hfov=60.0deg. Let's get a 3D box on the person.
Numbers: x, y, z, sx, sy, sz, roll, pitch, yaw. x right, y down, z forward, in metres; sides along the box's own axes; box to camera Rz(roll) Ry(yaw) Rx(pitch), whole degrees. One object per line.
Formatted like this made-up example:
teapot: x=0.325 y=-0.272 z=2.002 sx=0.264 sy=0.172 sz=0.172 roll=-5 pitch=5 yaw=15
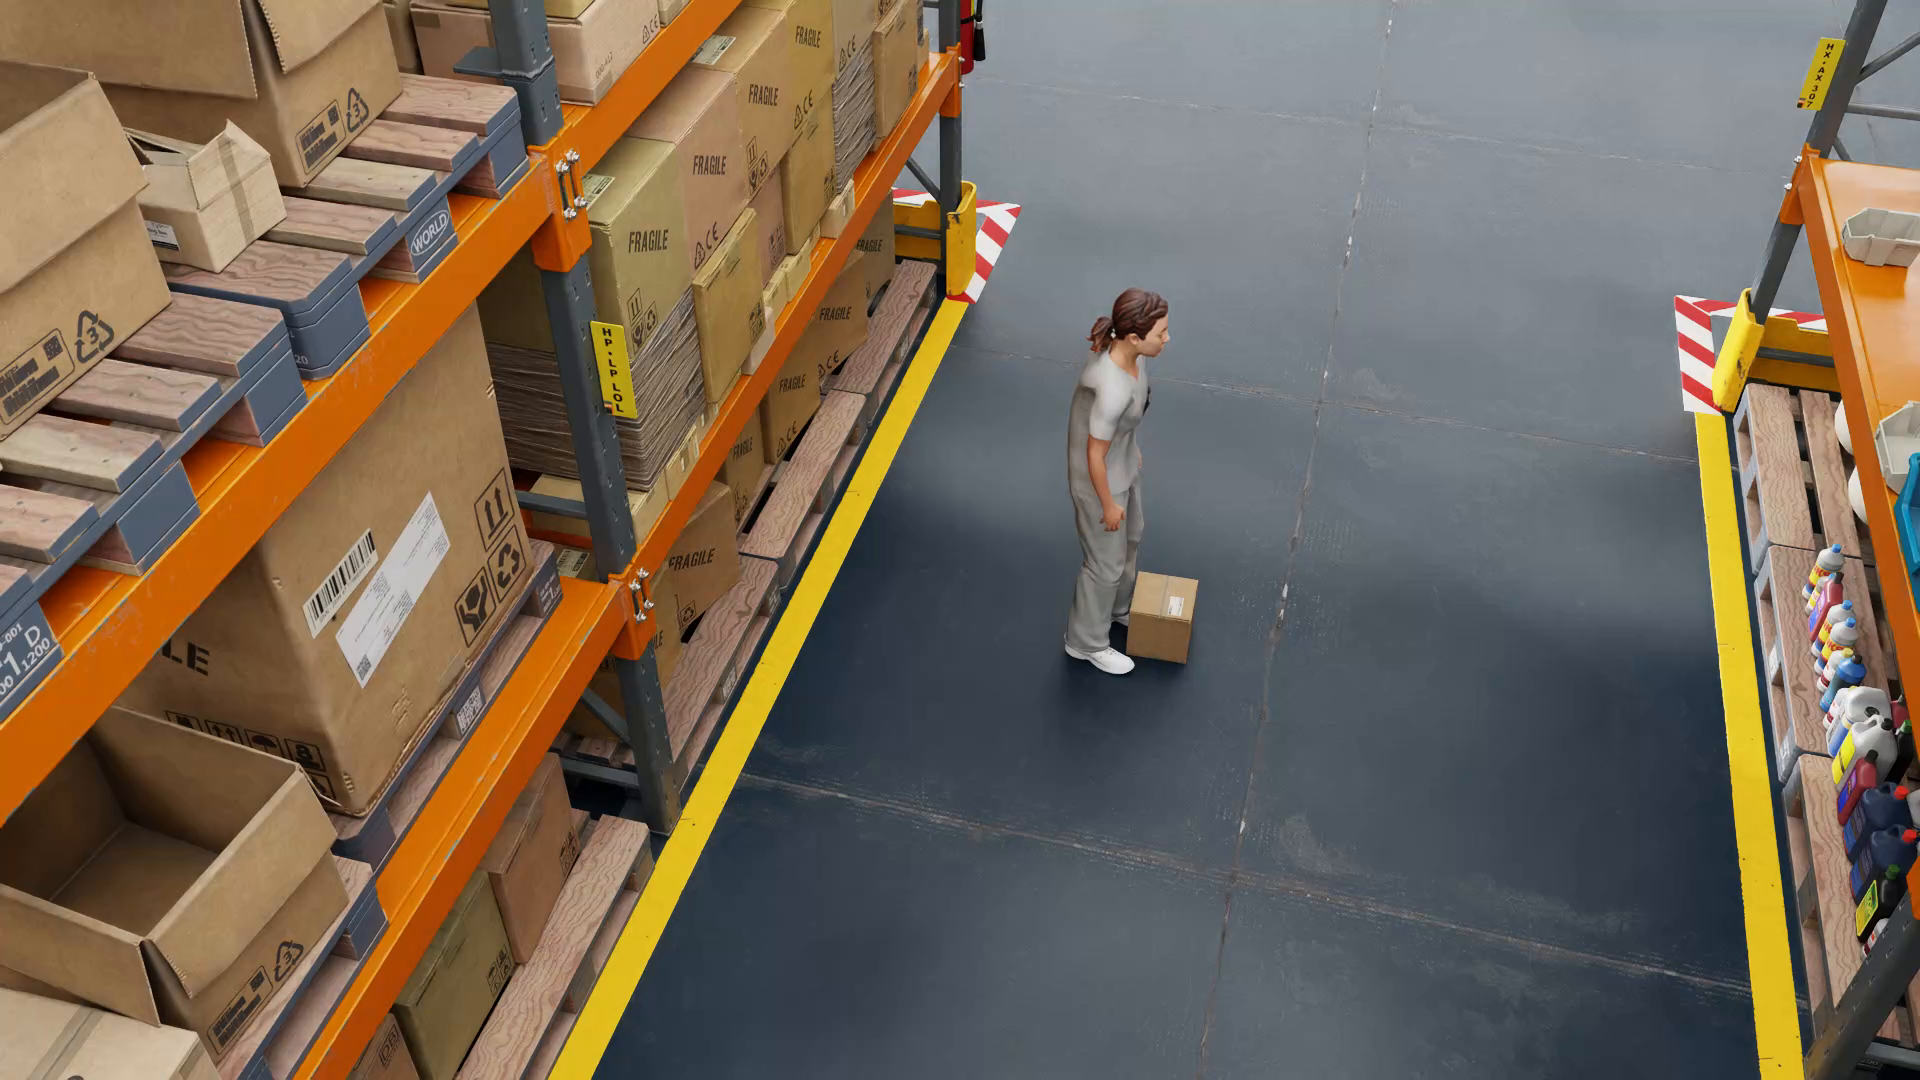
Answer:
person: x=0.616 y=-0.244 z=6.438 sx=0.404 sy=1.673 sz=0.487 roll=10 pitch=42 yaw=12
